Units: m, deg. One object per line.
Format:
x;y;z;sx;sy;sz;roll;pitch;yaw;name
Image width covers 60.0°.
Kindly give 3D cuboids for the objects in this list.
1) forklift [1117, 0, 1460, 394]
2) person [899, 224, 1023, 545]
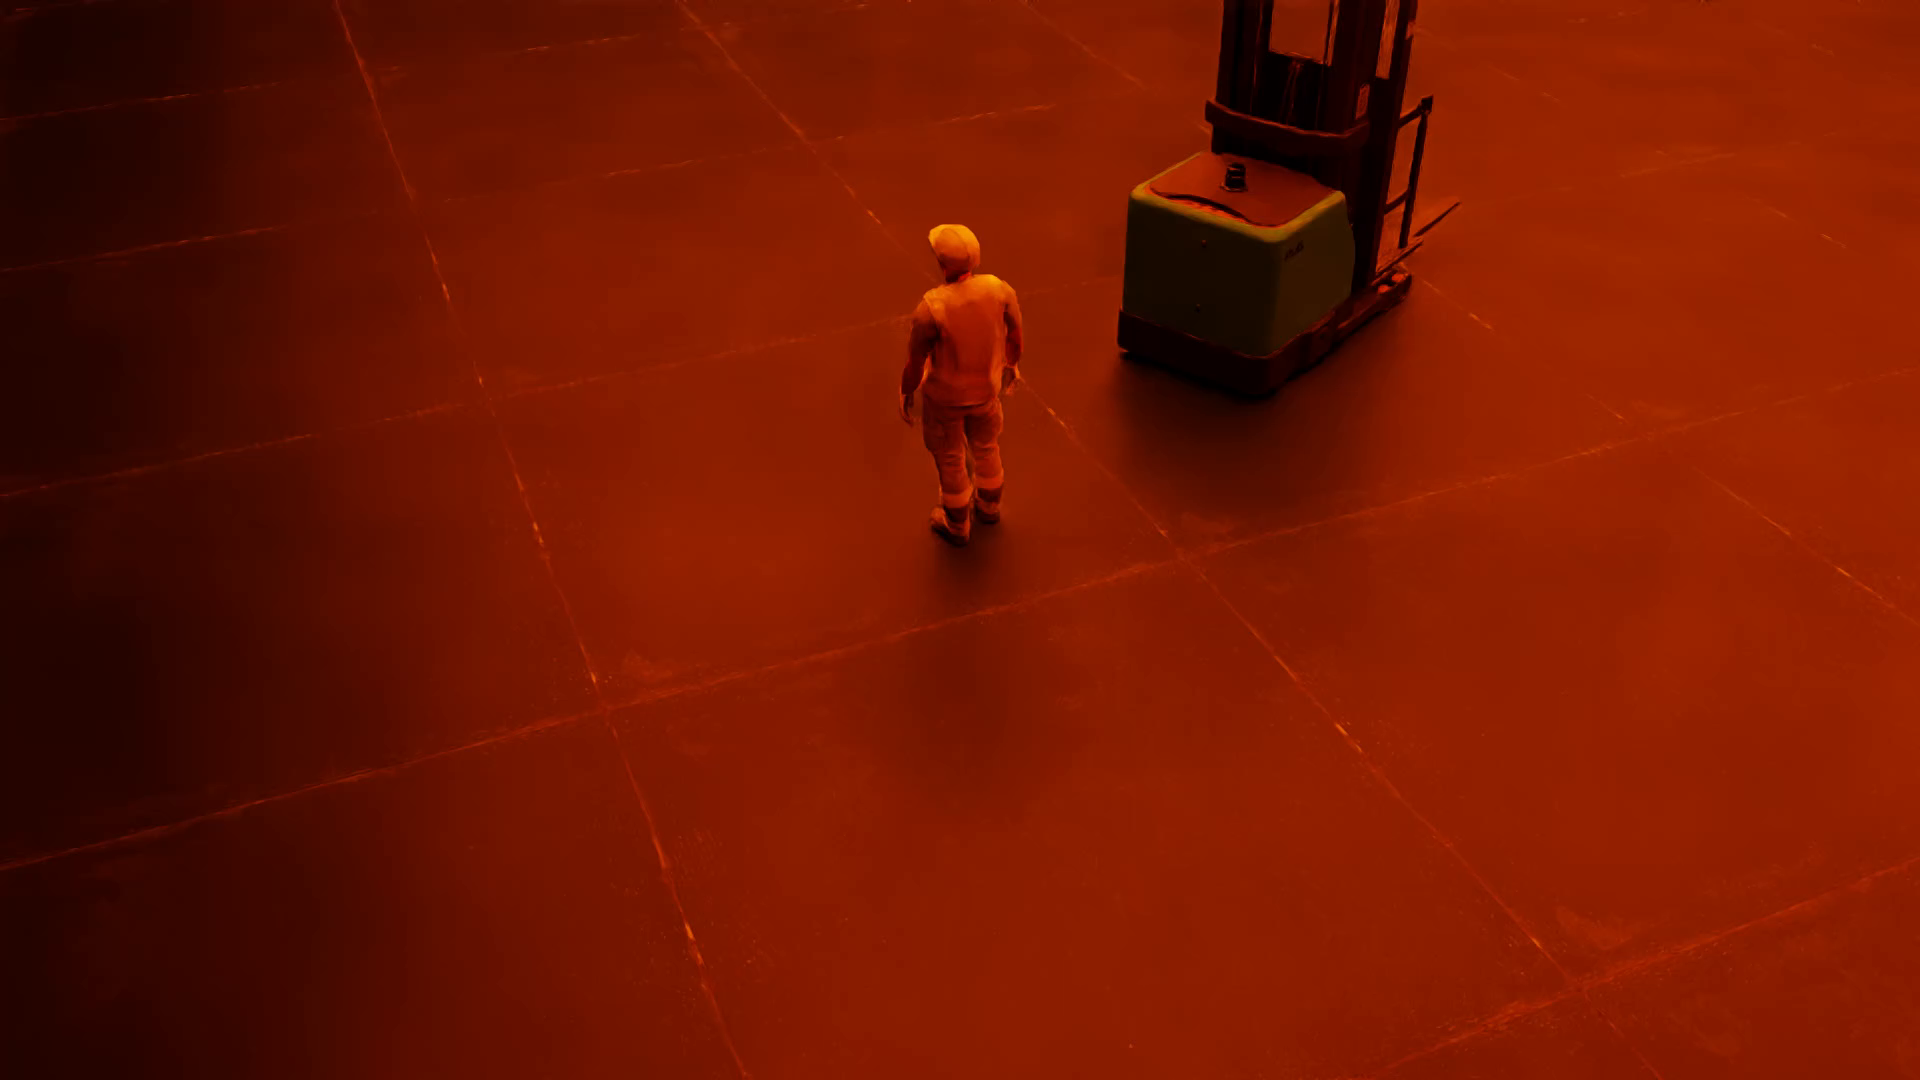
2.281;-2.836;10.086;1.130;2.935;3.031;25;42;31;forklift
-0.021;-0.780;8.169;0.637;1.787;0.563;-14;38;-19;person
